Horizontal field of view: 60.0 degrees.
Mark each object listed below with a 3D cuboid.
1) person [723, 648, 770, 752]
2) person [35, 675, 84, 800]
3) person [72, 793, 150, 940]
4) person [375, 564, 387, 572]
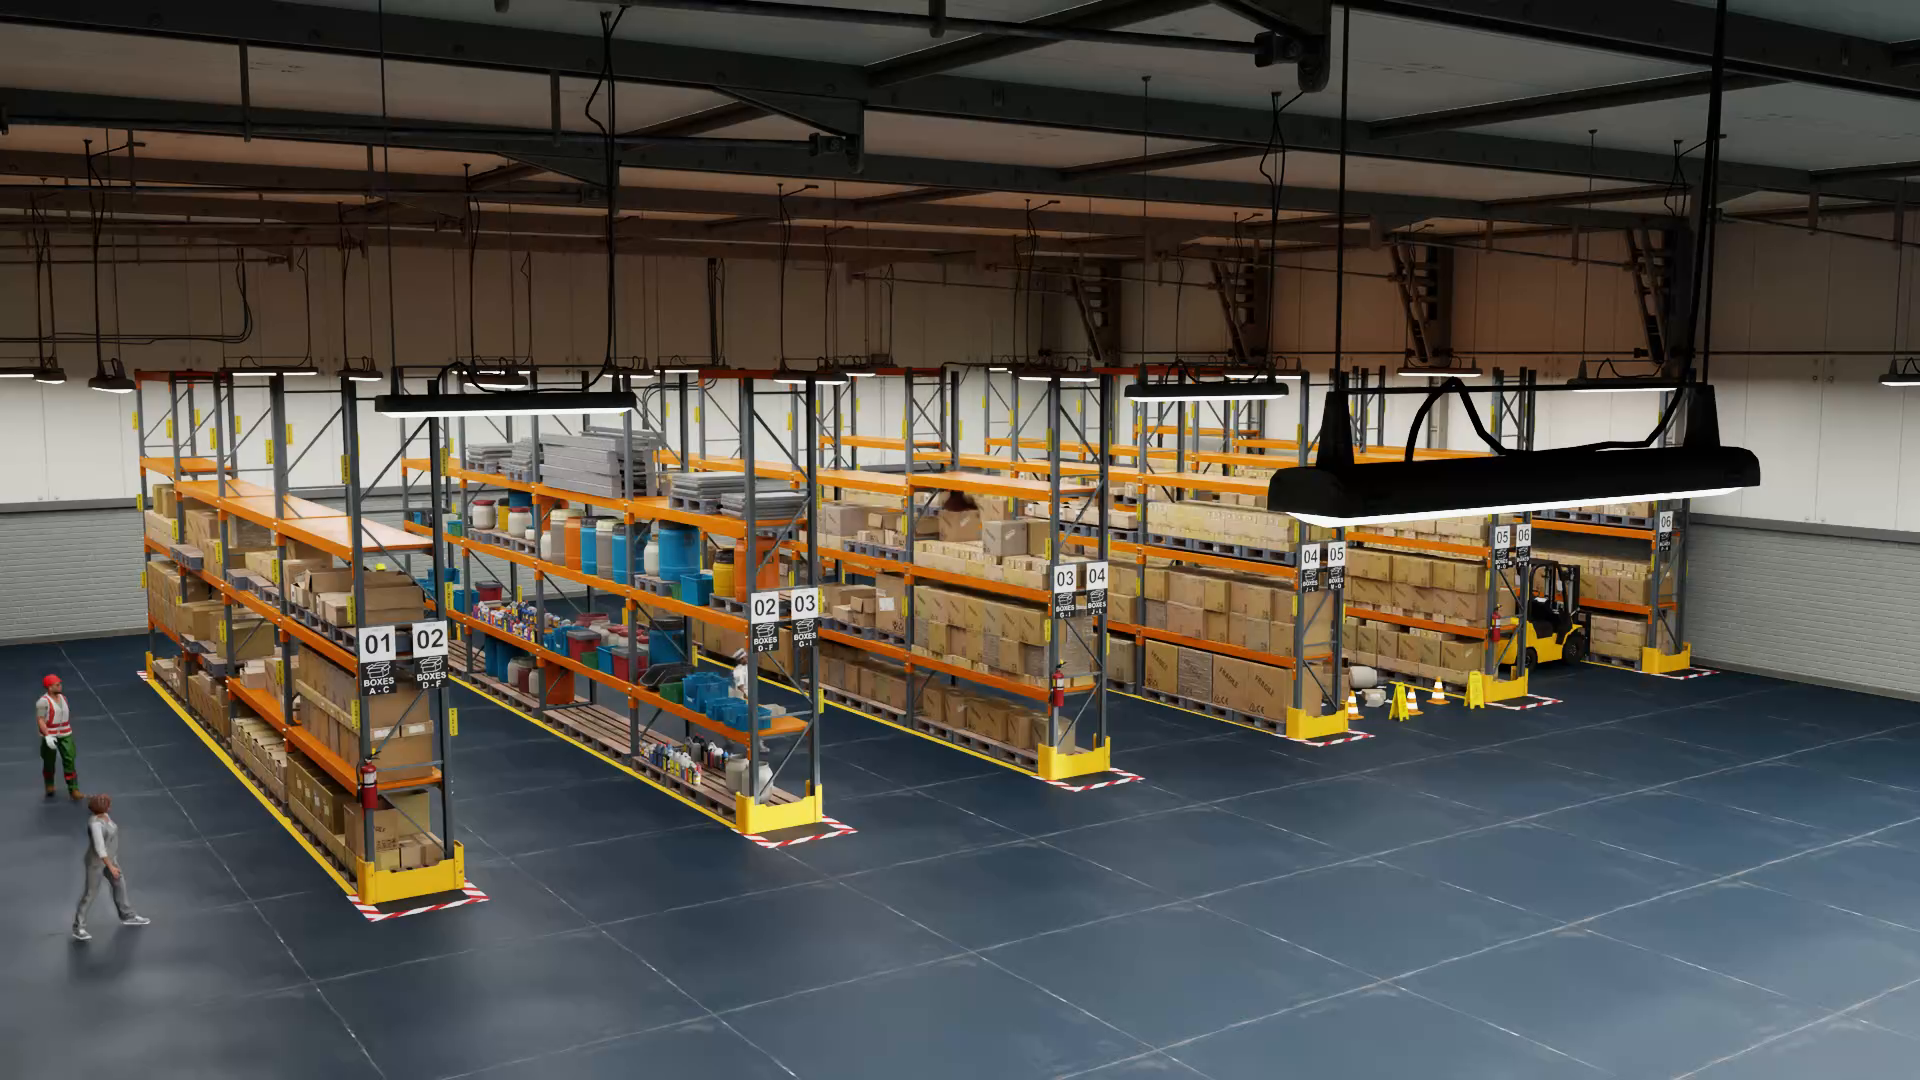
[{"bbox_3d":[-3.414,2.526,26.447,0.438,1.647,0.988,-6,9,-42],"label":"person"},{"bbox_3d":[-12.807,2.780,23.547,0.476,1.730,1.007,-6,8,-41],"label":"person"},{"bbox_3d":[-9.302,3.516,18.099,0.662,1.564,0.585,-1,6,-5],"label":"person"},{"bbox_3d":[-12.565,1.374,36.229,0.685,1.715,1.036,-2,7,-15],"label":"person"}]
